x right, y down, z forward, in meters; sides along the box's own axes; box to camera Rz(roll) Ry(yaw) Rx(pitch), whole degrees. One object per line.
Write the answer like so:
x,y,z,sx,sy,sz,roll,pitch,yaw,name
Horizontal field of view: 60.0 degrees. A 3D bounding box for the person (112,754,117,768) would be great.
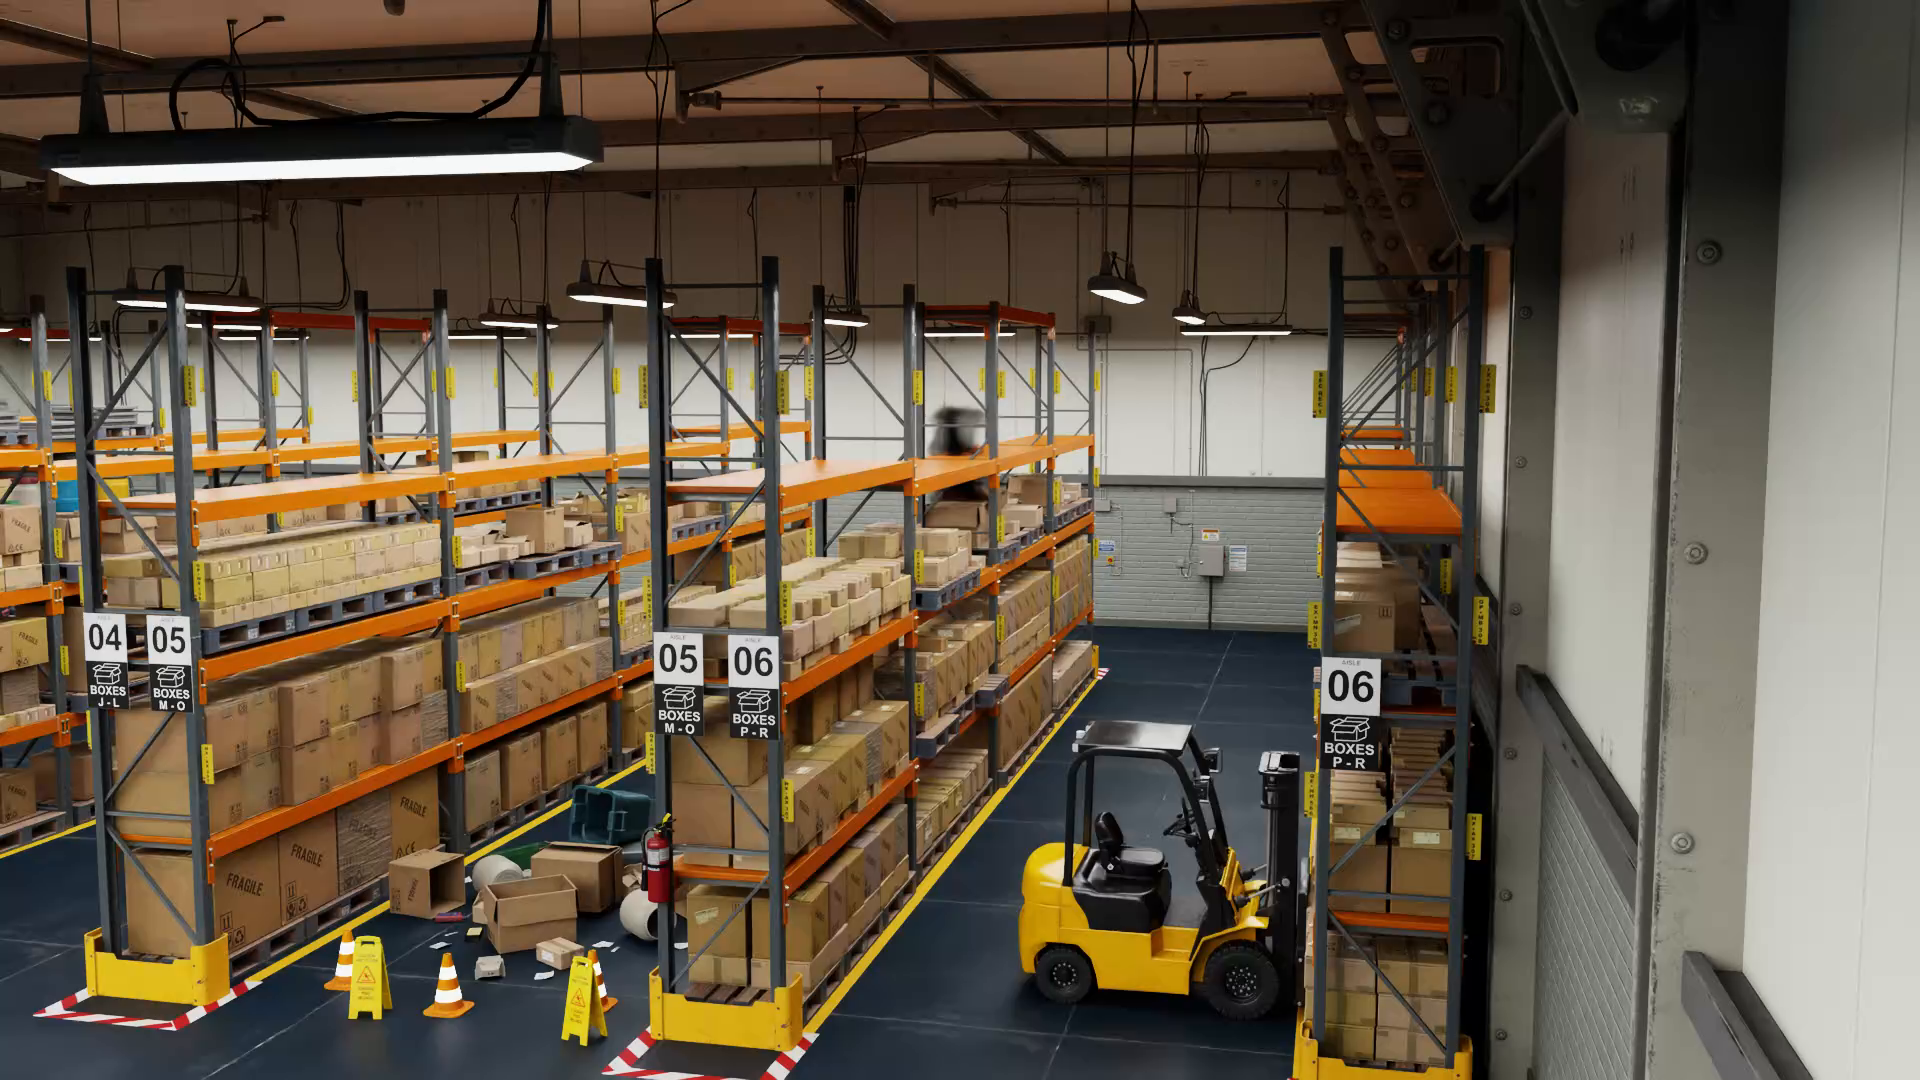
-8.083,2.628,16.601,0.652,1.752,0.974,-1,6,-7,person
